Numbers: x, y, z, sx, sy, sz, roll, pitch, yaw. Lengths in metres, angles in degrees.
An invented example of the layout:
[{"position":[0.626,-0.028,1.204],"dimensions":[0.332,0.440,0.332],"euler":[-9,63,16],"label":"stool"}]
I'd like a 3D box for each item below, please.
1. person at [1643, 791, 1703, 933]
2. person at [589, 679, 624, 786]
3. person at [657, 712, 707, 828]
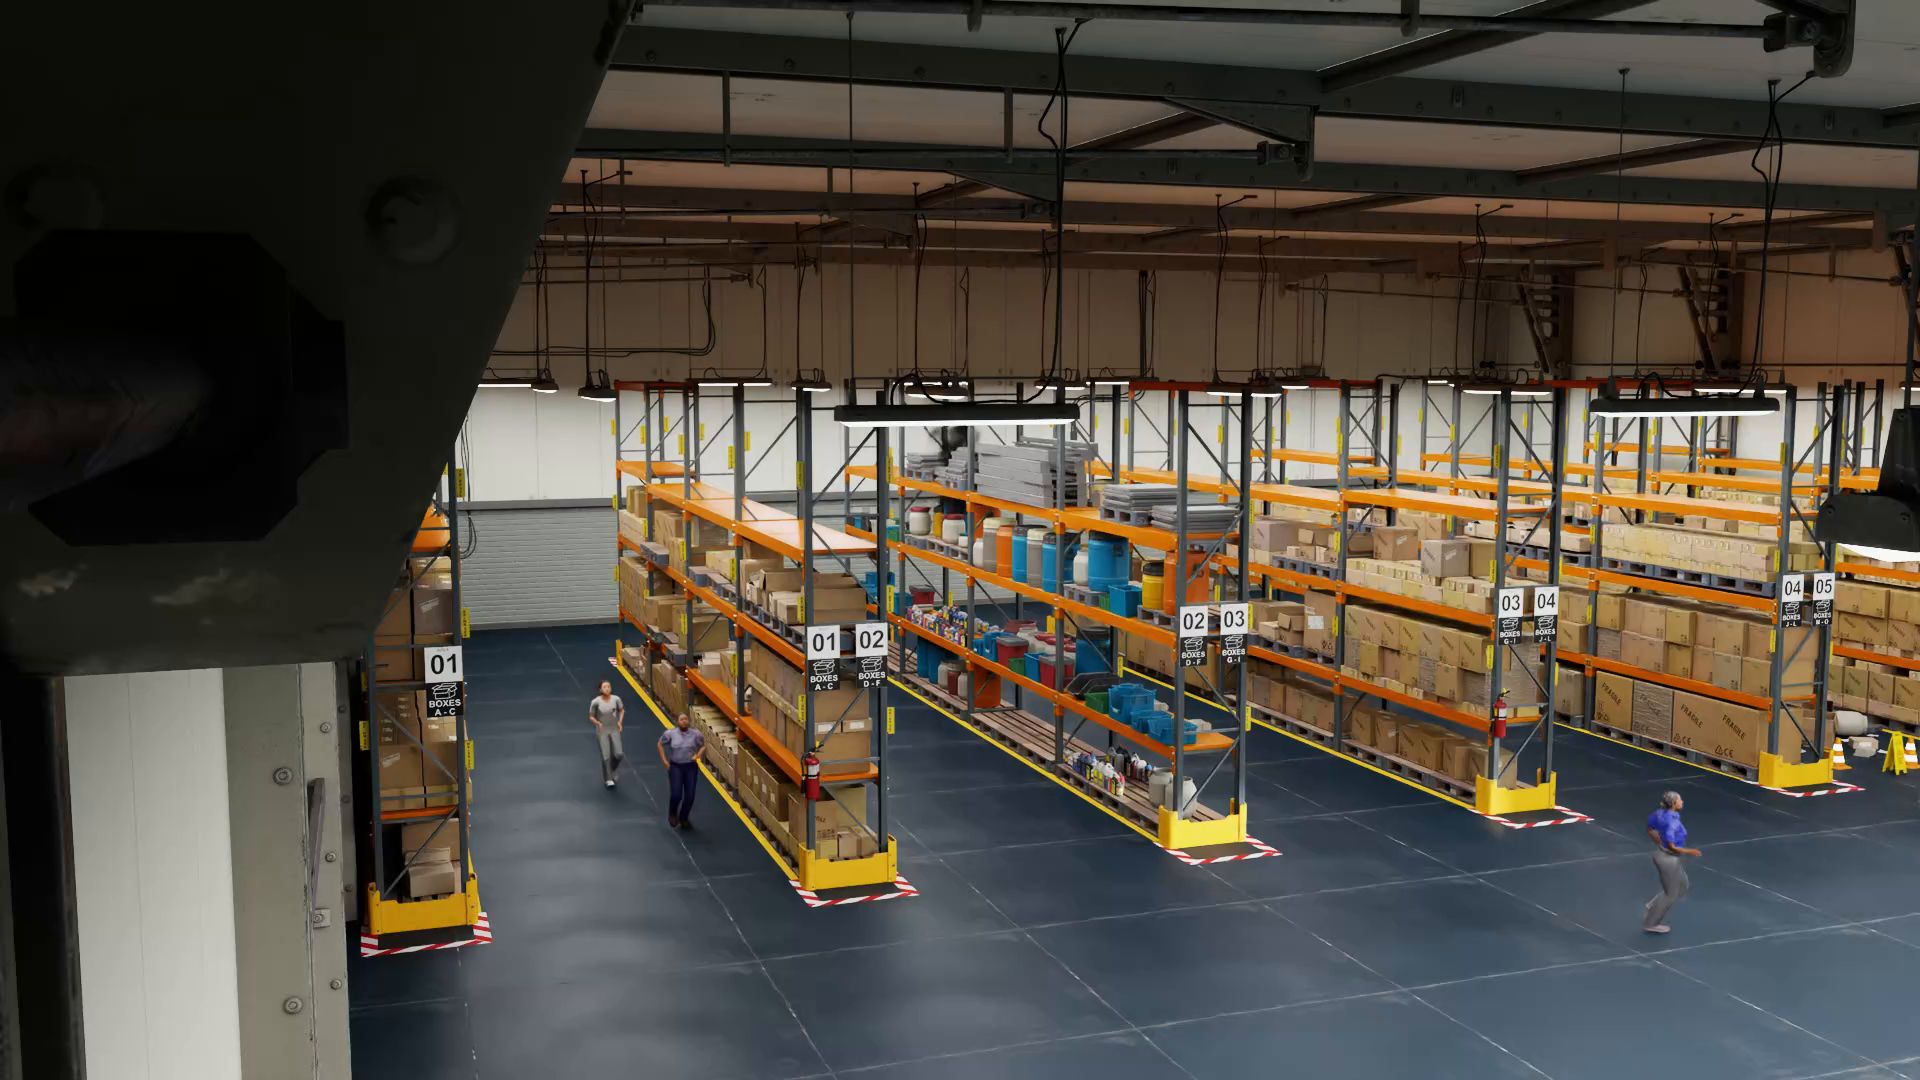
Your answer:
[{"position":[7.917,3.570,18.474],"dimensions":[0.563,1.612,0.548],"euler":[1,6,7],"label":"person"},{"position":[-5.255,2.888,24.858],"dimensions":[0.539,1.626,0.541],"euler":[-2,6,-21],"label":"person"},{"position":[-3.749,3.132,22.592],"dimensions":[0.658,1.613,0.546],"euler":[-2,6,-18],"label":"person"}]
